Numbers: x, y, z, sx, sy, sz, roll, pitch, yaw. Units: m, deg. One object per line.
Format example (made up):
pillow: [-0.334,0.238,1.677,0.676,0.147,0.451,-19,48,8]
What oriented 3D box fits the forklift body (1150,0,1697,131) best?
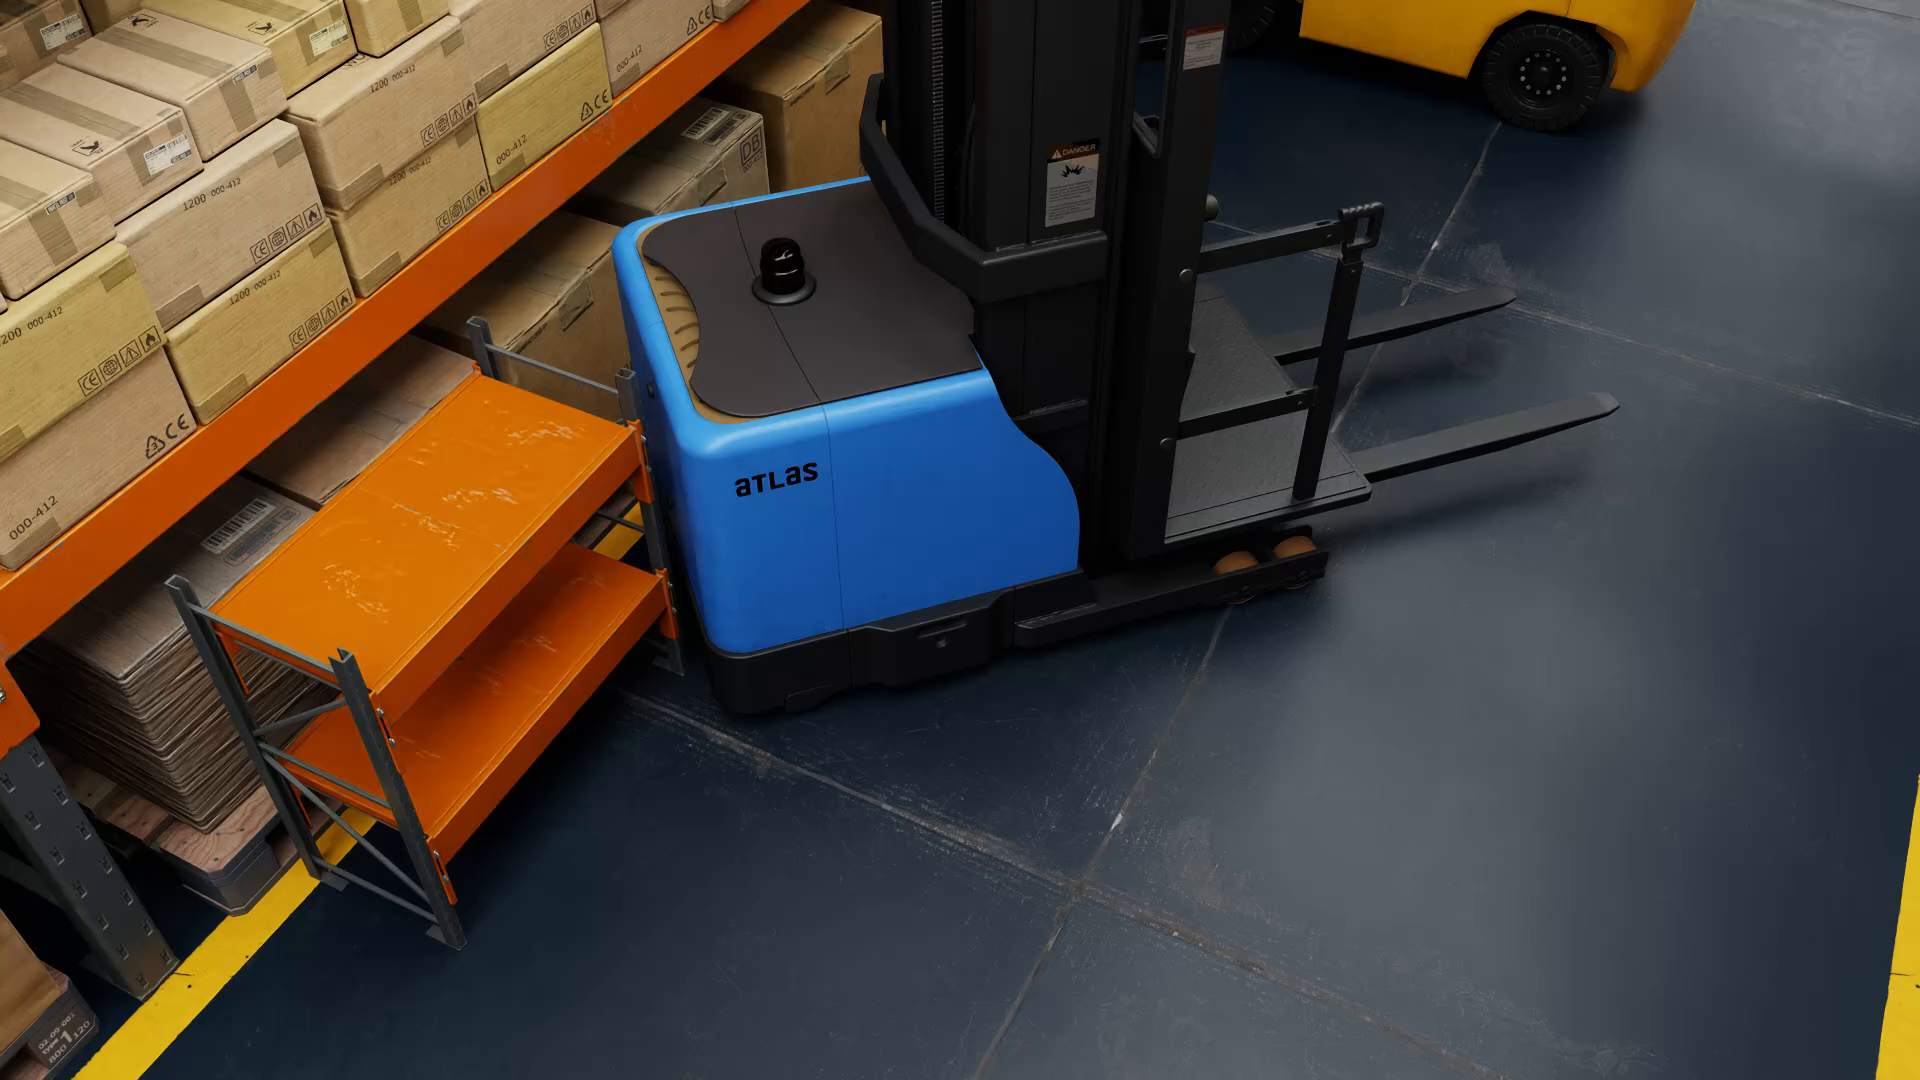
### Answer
forklift body: [2.015,-3.056,6.758,2.313,2.155,1.214,20,49,19]

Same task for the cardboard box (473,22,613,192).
cardboard box: [-1.298,-1.226,4.458,0.500,0.250,0.500,22,49,20]

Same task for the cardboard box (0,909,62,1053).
cardboard box: [-2.440,0.957,3.658,0.500,0.500,0.500,22,49,20]

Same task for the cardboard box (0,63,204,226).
cardboard box: [-1.806,-0.817,3.422,0.380,0.149,0.250,22,49,20]

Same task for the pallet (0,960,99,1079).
pallet: [-2.814,1.326,3.791,1.003,0.211,1.213,20,49,19]

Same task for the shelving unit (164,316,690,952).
shelving unit: [-1.253,0.236,4.226,0.538,1.125,1.048,20,49,19]

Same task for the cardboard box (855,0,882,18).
cardboard box: [-0.079,-2.191,6.593,0.500,0.250,0.500,20,49,19]

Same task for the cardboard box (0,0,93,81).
cardboard box: [-2.213,-1.169,3.770,0.380,0.149,0.250,20,49,18]

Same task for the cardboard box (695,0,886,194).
cardboard box: [-0.809,-1.612,6.109,0.875,0.625,0.625,23,50,21]

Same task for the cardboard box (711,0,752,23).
cardboard box: [-0.808,-1.856,5.081,0.500,0.250,0.500,20,49,19]

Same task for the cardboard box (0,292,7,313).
cardboard box: [-2.025,-0.478,3.087,0.380,0.149,0.250,22,49,20]

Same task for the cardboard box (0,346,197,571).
cardboard box: [-2.011,-0.258,3.501,0.500,0.250,0.500,21,49,19]

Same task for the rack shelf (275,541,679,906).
rack shelf: [-1.253,0.408,4.399,0.538,0.278,1.000,20,49,19]

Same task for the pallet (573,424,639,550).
pallet: [-1.450,-0.403,5.500,1.003,0.211,1.213,20,49,19]

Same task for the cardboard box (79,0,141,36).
cardboard box: [-2.023,-1.308,3.907,0.380,0.149,0.250,20,49,19]

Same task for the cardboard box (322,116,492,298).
cardboard box: [-1.541,-0.900,4.136,0.500,0.250,0.500,19,48,18]

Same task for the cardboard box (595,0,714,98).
cardboard box: [-1.065,-1.554,4.782,0.500,0.250,0.500,21,49,19]

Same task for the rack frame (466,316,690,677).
rack frame: [-1.023,-0.086,4.544,0.500,1.125,0.032,20,49,19]

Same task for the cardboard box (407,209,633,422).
cardboard box: [-1.524,-0.651,5.159,0.875,0.625,0.625,19,48,17]

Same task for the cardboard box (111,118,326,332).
cardboard box: [-1.778,-0.749,3.635,0.500,0.250,0.500,22,49,20]

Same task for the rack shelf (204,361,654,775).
rack shelf: [-1.253,0.031,4.017,0.538,0.278,1.000,20,49,19]

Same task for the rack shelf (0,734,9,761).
rack shelf: [-3.362,1.401,2.262,1.077,0.370,4.000,20,49,19]

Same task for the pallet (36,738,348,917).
pallet: [-2.017,0.363,4.743,1.003,0.211,1.213,20,49,19]

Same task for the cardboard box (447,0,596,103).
cardboard box: [-1.304,-1.403,4.281,0.500,0.250,0.500,21,49,20]

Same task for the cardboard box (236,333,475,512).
cardboard box: [-1.836,-0.227,4.740,0.875,0.625,0.625,22,49,20]

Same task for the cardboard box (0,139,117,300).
cardboard box: [-1.902,-0.647,3.254,0.380,0.149,0.250,21,49,20]

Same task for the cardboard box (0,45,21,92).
cardboard box: [-2.265,-0.991,3.594,0.380,0.149,0.250,20,49,19]

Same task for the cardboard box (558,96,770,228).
cardboard box: [-1.176,-1.126,5.628,0.875,0.625,0.625,20,49,19]

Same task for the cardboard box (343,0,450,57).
cardboard box: [-1.435,-1.295,3.894,0.380,0.149,0.250,21,49,20]

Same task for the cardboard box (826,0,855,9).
cardboard box: [-0.533,-2.363,6.763,0.500,0.250,0.500,19,48,18]

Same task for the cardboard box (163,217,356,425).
cardboard box: [-1.774,-0.573,3.813,0.500,0.250,0.500,19,48,18]

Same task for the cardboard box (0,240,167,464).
cardboard box: [-1.989,-0.425,3.315,0.500,0.250,0.500,20,49,19]

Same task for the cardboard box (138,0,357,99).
cardboard box: [-1.605,-1.154,3.756,0.380,0.149,0.250,21,49,19]

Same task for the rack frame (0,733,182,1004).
rack frame: [-2.434,-0.112,3.251,1.000,3.000,0.127,20,49,19]

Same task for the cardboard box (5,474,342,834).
cardboard box: [-2.132,0.187,4.330,0.875,0.625,0.625,22,49,20]

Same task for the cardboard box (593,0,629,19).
cardboard box: [-1.053,-1.714,4.589,0.500,0.250,0.500,21,49,20]

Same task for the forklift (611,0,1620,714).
forklift: [0.594,-1.177,4.353,3.031,2.935,1.130,-14,47,-13]

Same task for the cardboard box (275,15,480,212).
cardboard box: [-1.519,-1.072,3.955,0.500,0.250,0.500,19,48,18]

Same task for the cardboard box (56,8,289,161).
cardboard box: [-1.696,-0.986,3.589,0.380,0.149,0.250,21,49,19]

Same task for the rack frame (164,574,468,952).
rack frame: [-1.483,0.559,3.907,0.500,1.125,0.032,20,49,19]

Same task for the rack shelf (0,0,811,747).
rack shelf: [-1.505,-1.119,4.752,1.077,0.370,4.000,20,49,19]
